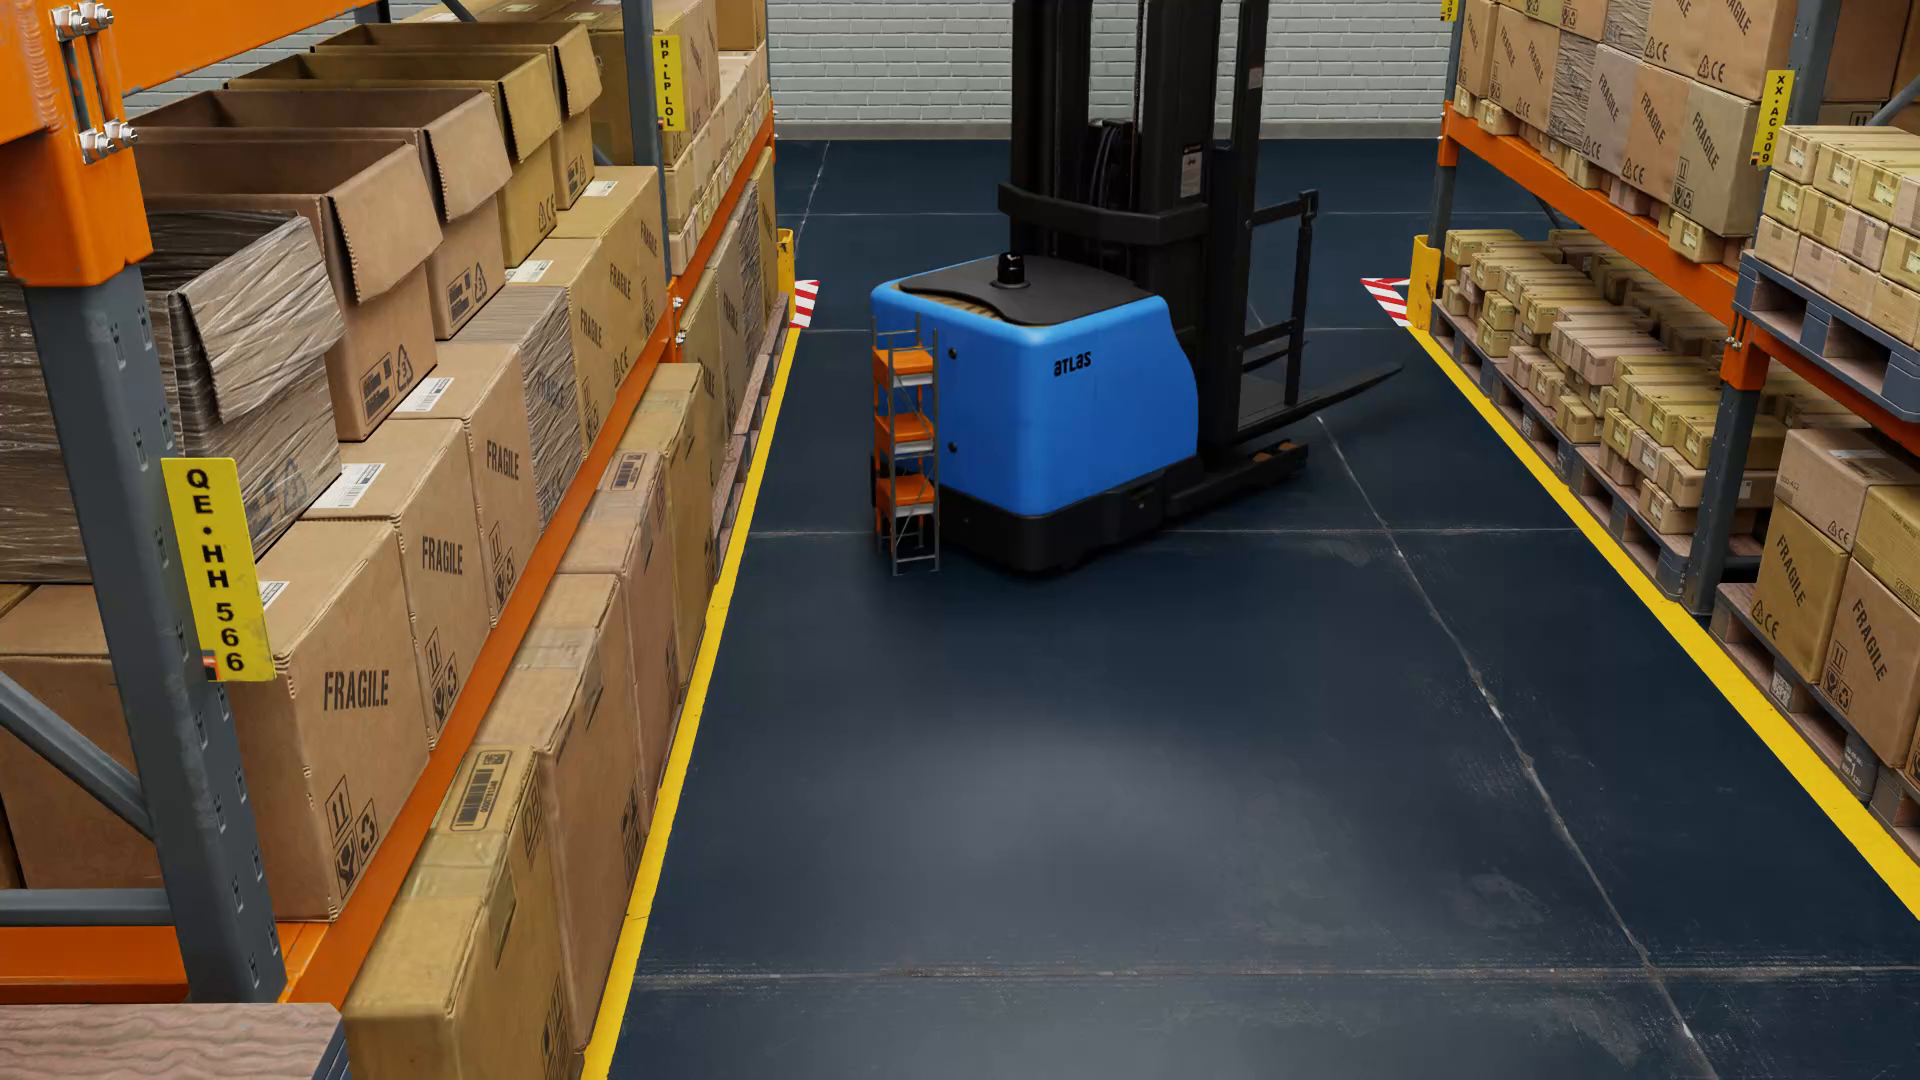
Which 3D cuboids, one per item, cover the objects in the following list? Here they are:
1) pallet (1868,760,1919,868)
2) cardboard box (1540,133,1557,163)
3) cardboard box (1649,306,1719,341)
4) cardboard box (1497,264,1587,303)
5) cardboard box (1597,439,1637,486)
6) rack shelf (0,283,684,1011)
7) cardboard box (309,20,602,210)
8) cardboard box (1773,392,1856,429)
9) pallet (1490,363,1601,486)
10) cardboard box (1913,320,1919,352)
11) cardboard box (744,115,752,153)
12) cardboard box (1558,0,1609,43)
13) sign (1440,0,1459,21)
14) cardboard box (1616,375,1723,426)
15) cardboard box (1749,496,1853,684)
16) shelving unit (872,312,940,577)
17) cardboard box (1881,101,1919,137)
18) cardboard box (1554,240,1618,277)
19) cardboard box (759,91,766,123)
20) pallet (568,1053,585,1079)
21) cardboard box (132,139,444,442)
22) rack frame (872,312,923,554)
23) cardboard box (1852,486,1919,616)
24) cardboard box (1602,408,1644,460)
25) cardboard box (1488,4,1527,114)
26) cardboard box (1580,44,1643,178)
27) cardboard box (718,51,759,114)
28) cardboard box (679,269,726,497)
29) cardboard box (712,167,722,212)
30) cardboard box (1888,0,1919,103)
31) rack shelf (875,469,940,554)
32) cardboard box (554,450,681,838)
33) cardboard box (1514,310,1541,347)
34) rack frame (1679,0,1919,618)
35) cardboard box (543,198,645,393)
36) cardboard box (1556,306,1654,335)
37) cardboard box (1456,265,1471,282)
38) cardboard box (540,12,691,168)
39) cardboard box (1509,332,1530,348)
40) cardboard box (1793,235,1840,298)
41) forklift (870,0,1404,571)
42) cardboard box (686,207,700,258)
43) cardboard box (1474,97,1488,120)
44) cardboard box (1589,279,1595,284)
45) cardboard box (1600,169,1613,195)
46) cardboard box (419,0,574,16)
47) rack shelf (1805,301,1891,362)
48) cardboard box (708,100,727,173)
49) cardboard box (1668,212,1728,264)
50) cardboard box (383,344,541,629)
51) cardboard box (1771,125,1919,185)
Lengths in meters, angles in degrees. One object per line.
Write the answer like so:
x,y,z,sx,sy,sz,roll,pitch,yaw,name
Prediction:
3.417,1.008,4.766,1.003,0.211,1.213,0,24,-1,pallet
3.109,-1.951,8.228,0.380,0.149,0.250,-1,24,-2,cardboard box
3.603,-1.038,8.133,0.380,0.149,0.250,0,24,0,cardboard box
3.097,-1.363,8.851,0.380,0.149,0.250,-1,24,-3,cardboard box
3.059,-0.356,7.347,0.380,0.149,0.250,-1,24,-2,cardboard box
-1.548,0.045,4.383,1.077,0.370,4.000,0,24,-1,rack shelf
-1.555,-1.346,5.248,0.797,0.503,0.637,-1,24,-2,cardboard box
3.650,-0.508,6.960,0.380,0.149,0.250,1,24,2,cardboard box
3.332,-0.598,8.315,1.003,0.211,1.213,0,24,-1,pallet
2.948,-0.574,4.675,0.380,0.149,0.250,-1,24,-3,cardboard box
-1.268,-2.075,8.502,0.380,0.149,0.250,-1,24,-2,cardboard box
3.091,-2.554,7.561,0.500,0.500,0.500,-1,24,-2,cardboard box
2.805,-3.128,9.475,0.100,0.325,0.005,0,24,-1,sign
3.074,-0.604,7.174,0.380,0.149,0.250,0,24,-1,cardboard box
3.134,0.166,5.767,0.500,0.500,0.500,1,24,1,cardboard box
-0.220,-0.384,6.825,0.215,1.050,0.252,-7,25,-16,shelving unit
3.637,-1.474,6.386,0.500,0.500,0.500,-1,24,-2,cardboard box
3.552,-1.578,9.328,0.380,0.149,0.250,0,24,0,cardboard box
-1.276,-2.388,9.195,0.380,0.149,0.250,0,24,0,cardboard box
-1.460,1.487,3.707,1.003,0.211,1.213,0,24,-1,pallet
-1.523,-0.531,3.446,0.797,0.503,0.637,0,24,1,cardboard box
-0.257,-0.432,6.932,0.200,1.050,0.008,-7,25,-16,rack frame
3.143,0.043,5.128,0.500,0.250,0.500,0,24,1,cardboard box
3.034,-0.466,7.228,0.380,0.149,0.250,-1,24,-2,cardboard box
3.107,-2.510,8.678,0.500,0.500,0.500,0,24,0,cardboard box
3.094,-1.886,7.297,0.500,0.500,0.500,0,24,-1,cardboard box
-1.338,-2.415,8.770,0.500,0.250,0.500,-1,24,-1,cardboard box
-1.497,-0.602,7.011,0.875,0.875,0.875,0,24,-1,cardboard box
-1.255,-1.546,7.334,0.380,0.149,0.250,-1,24,-1,cardboard box
3.629,-1.911,6.140,0.500,0.500,0.500,0,24,1,cardboard box
-0.220,-0.121,6.944,0.215,0.259,0.240,-7,25,-16,rack shelf
-1.532,0.302,5.012,1.225,0.875,0.875,-1,24,-2,cardboard box
3.126,-1.118,8.671,0.380,0.149,0.250,-1,24,-3,cardboard box
3.391,-1.088,6.015,1.000,3.000,0.127,0,24,-1,rack frame
-1.293,-0.757,5.162,0.500,0.500,0.500,0,24,1,cardboard box
3.146,-1.036,8.130,0.380,0.149,0.250,0,24,0,cardboard box
3.096,-1.547,9.619,0.380,0.149,0.250,1,24,2,cardboard box
-1.320,-1.714,6.311,0.500,0.500,0.500,0,24,-1,cardboard box
3.118,-0.991,8.750,0.380,0.149,0.250,0,24,0,cardboard box
2.944,-0.886,5.364,0.380,0.149,0.250,0,24,0,cardboard box
1.013,-1.713,7.480,3.031,2.935,1.130,-22,32,-39,forklift
-1.244,-1.224,6.621,0.380,0.149,0.250,-1,24,-2,cardboard box
3.067,-2.382,9.181,0.380,0.149,0.250,1,24,1,cardboard box
3.646,-1.333,9.147,0.380,0.149,0.250,-1,24,-3,cardboard box
3.138,-1.629,7.517,0.380,0.149,0.250,-1,24,-1,cardboard box
-1.844,-1.910,6.745,0.500,0.500,0.500,0,24,0,cardboard box
3.413,-0.025,4.300,0.919,0.124,3.809,0,24,-1,rack shelf
-1.325,-1.787,7.383,0.500,0.250,0.500,0,24,1,cardboard box
3.042,-1.195,6.558,0.380,0.149,0.250,-1,24,-2,cardboard box
-1.277,-0.129,3.774,0.500,0.500,0.500,-1,24,-2,cardboard box
2.935,-1.271,5.494,0.380,0.149,0.250,1,24,2,cardboard box
